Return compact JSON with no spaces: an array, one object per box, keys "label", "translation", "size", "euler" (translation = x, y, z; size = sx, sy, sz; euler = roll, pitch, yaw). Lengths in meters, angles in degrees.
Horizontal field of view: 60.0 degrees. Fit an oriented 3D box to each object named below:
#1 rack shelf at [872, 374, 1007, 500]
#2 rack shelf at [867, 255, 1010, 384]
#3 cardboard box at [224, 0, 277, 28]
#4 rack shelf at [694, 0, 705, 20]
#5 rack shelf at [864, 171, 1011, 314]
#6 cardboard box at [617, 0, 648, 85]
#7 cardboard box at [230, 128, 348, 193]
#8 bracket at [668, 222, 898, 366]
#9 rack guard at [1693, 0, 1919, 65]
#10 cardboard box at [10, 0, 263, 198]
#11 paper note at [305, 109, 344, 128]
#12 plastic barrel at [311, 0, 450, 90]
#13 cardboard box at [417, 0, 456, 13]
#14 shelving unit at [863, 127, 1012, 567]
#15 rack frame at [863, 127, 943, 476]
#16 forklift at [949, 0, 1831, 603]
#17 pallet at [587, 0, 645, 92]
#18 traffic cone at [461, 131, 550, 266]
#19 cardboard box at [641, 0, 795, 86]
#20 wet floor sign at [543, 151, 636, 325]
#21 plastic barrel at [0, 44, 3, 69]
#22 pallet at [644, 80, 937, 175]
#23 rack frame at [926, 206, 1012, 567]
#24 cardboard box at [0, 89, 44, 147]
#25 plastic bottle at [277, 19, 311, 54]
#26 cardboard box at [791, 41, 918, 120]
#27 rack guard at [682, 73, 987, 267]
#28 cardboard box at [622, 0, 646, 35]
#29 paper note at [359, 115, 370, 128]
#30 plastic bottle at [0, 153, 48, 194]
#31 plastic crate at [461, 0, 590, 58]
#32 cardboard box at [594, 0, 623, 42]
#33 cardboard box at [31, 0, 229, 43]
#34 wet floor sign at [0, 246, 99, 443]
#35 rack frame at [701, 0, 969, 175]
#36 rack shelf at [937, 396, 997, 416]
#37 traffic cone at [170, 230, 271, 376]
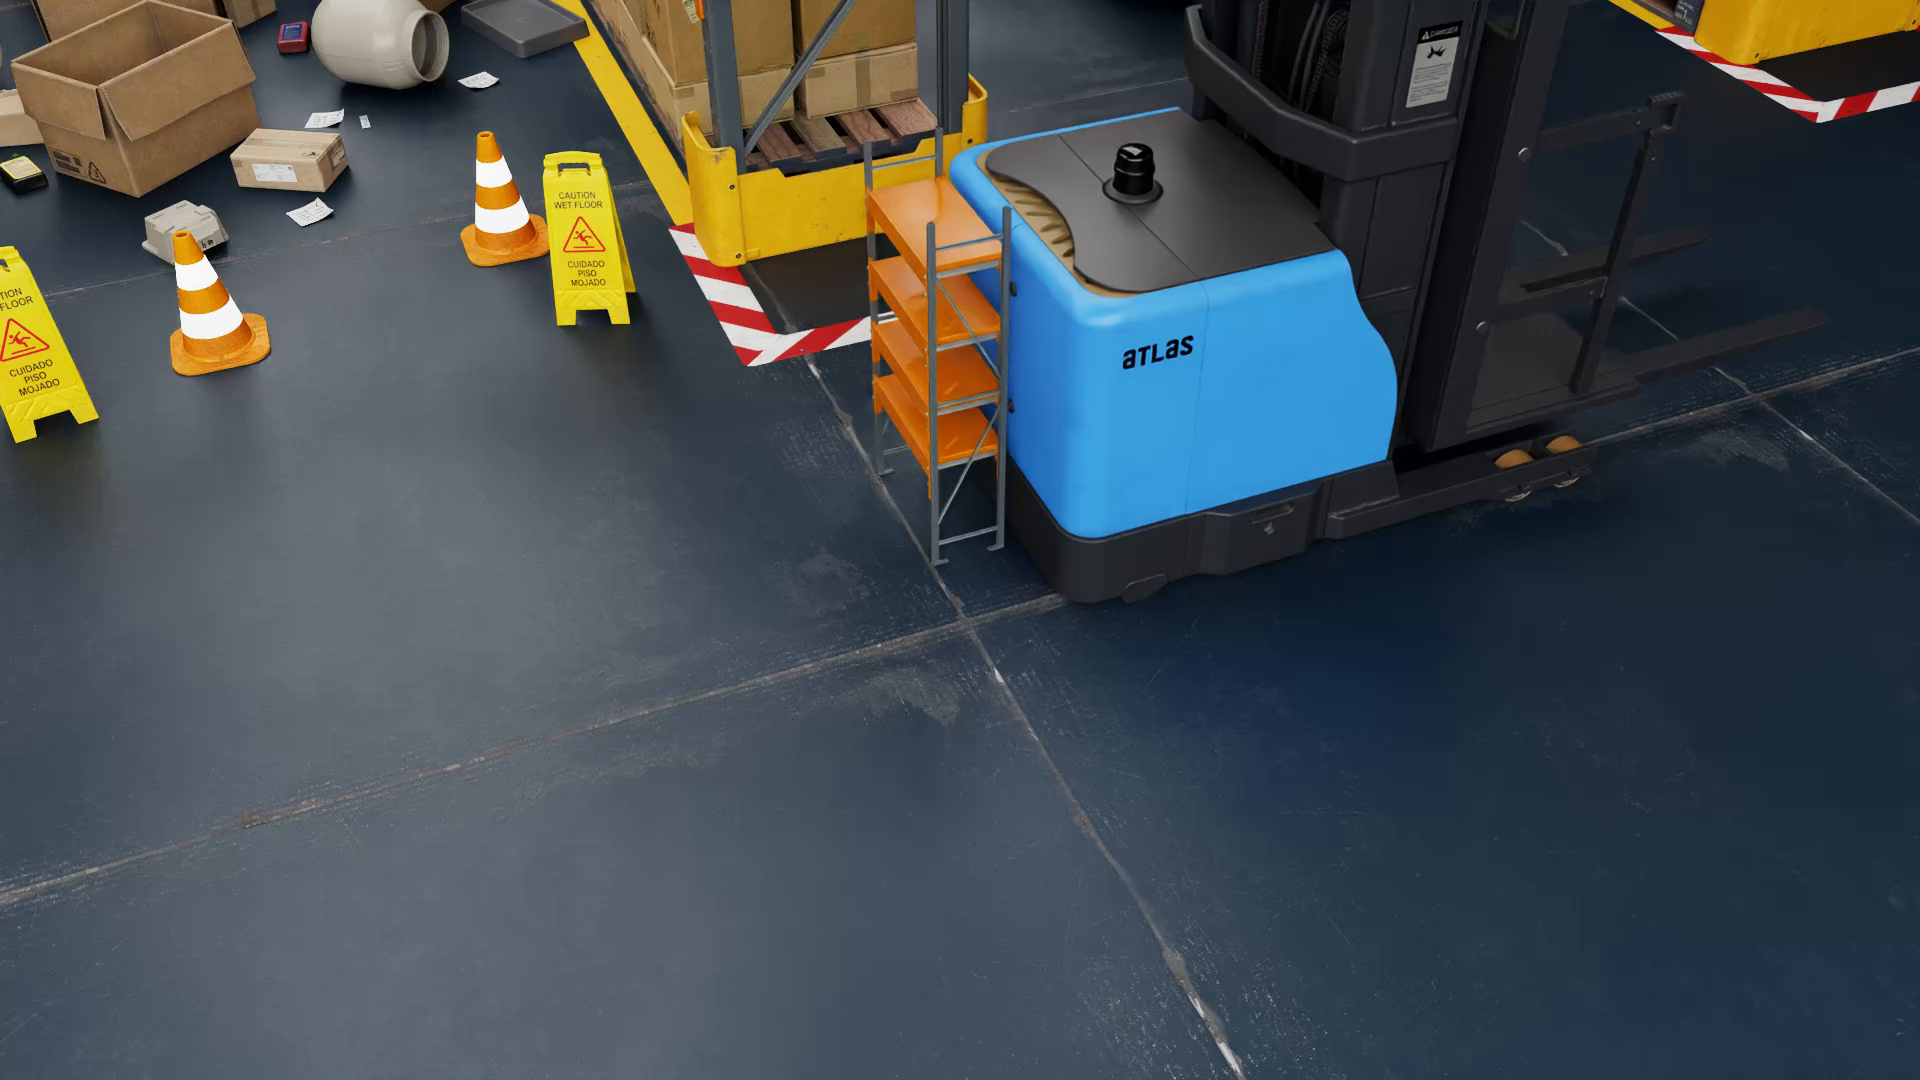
[{"label":"rack shelf","translation":[-0.069,-0.352,5.146],"size":[0.258,0.148,0.480],"euler":[-15,43,-17]},{"label":"rack shelf","translation":[-0.069,-0.672,4.871],"size":[0.258,0.148,0.480],"euler":[-15,43,-17]},{"label":"cardboard box","translation":[-3.652,-2.740,8.232],"size":[0.396,0.266,0.258],"euler":[19,44,20]},{"label":"rack shelf","translation":[-1.215,-3.325,7.368],"size":[1.077,0.370,4.000],"euler":[-15,43,-17]},{"label":"rack shelf","translation":[-0.069,-0.851,4.717],"size":[0.258,0.148,0.480],"euler":[-15,43,-17]},{"label":"cardboard box","translation":[-1.199,-2.244,7.345],"size":[0.500,0.250,0.500],"euler":[-15,43,-17]},{"label":"cardboard box","translation":[-2.817,-1.597,6.993],"size":[0.380,0.149,0.250],"euler":[5,41,6]},{"label":"bracket","translation":[-0.346,-1.108,6.538],"size":[1.378,0.001,1.079],"euler":[-15,43,-17]},{"label":"rack guard","translation":[4.144,-2.671,7.973],"size":[1.175,0.500,0.348],"euler":[-15,43,-17]},{"label":"cardboard box","translation":[-3.461,-1.873,7.042],"size":[0.637,0.503,0.797],"euler":[19,44,20]},{"label":"paper note","translation":[-2.837,-1.885,7.427],"size":[0.148,0.019,0.142],"euler":[-2,41,-2]},{"label":"plastic barrel","translation":[-2.639,-2.283,7.580],"size":[0.512,0.421,0.421],"euler":[12,42,13]},{"label":"cardboard box","translation":[-2.828,-2.871,8.203],"size":[0.500,0.500,0.500],"euler":[12,42,13]},{"label":"shelving unit","translation":[-0.069,-0.553,4.973],"size":[0.258,1.200,0.503],"euler":[-15,43,-17]},{"label":"rack frame","translation":[-0.162,-0.700,5.144],"size":[0.240,1.200,0.015],"euler":[-15,43,-17]},{"label":"forklift","translation":[1.520,-1.541,4.794],"size":[3.031,2.935,1.130],"euler":[-15,43,-17]},{"label":"pallet","translation":[-1.220,-2.614,8.127],"size":[1.003,0.211,1.213],"euler":[-15,43,-17]},{"label":"traffic cone","translation":[-1.806,-1.368,6.486],"size":[0.336,0.463,0.334],"euler":[-15,43,-17]},{"label":"cardboard box","translation":[-0.997,-2.212,6.733],"size":[0.500,0.500,0.500],"euler":[-15,43,-17]},{"label":"wet floor sign","translation":[-1.366,-1.119,6.056],"size":[0.267,0.644,0.232],"euler":[-2,41,-2]},{"label":"plastic barrel","translation":[-4.664,-2.229,7.518],"size":[0.512,0.421,0.421],"euler":[12,42,13]},{"label":"pallet","translation":[-0.757,-1.880,7.274],"size":[1.003,0.211,1.213],"euler":[-15,43,-17]},{"label":"rack frame","translation":[0.024,-0.406,4.802],"size":[0.240,1.200,0.015],"euler":[-15,43,-17]},{"label":"cardboard box","translation":[-4.156,-1.894,7.249],"size":[0.396,0.266,0.258],"euler":[-8,41,-9]},{"label":"plastic bottle","translation":[-3.219,-2.443,8.044],"size":[0.133,0.061,0.283],"euler":[-8,41,-9]},{"label":"cardboard box","translation":[-0.503,-2.065,7.137],"size":[0.500,0.250,0.500],"euler":[-15,43,-17]},{"label":"rack guard","translation":[-0.479,-1.491,6.601],"size":[1.175,0.500,0.348],"euler":[-15,43,-17]},{"label":"cardboard box","translation":[-1.200,-2.525,7.098],"size":[0.500,0.500,0.500],"euler":[-14,43,-15]},{"label":"paper note","translation":[-7.054,-5.641,11.648],"size":[3.823,0.211,13.979],"euler":[-15,43,-17]},{"label":"plastic bottle","translation":[-3.966,-1.552,7.008],"size":[0.133,0.061,0.283],"euler":[-31,49,-31]},{"label":"plastic crate","translation":[-2.137,-2.545,8.149],"size":[0.402,0.080,0.583],"euler":[-31,49,-31]},{"label":"cardboard box","translation":[-1.404,-2.557,7.710],"size":[0.500,0.250,0.500],"euler":[-17,43,-18]},{"label":"cardboard box","translation":[-3.826,-2.486,7.651],"size":[0.797,0.637,0.503],"euler":[-15,43,-17]},{"label":"wet floor sign","translation":[-3.144,-0.681,5.547],"size":[0.267,0.644,0.232],"euler":[-23,46,-24]},{"label":"rack frame","translation":[-0.450,-2.393,5.732],"size":[1.000,3.000,0.127],"euler":[-15,43,-17]},{"label":"rack shelf","translation":[-0.069,-0.524,4.998],"size":[0.199,0.029,0.442],"euler":[-15,43,-17]},{"label":"traffic cone","translation":[-2.702,-0.887,5.926],"size":[0.336,0.463,0.334],"euler":[-15,43,-17]}]
